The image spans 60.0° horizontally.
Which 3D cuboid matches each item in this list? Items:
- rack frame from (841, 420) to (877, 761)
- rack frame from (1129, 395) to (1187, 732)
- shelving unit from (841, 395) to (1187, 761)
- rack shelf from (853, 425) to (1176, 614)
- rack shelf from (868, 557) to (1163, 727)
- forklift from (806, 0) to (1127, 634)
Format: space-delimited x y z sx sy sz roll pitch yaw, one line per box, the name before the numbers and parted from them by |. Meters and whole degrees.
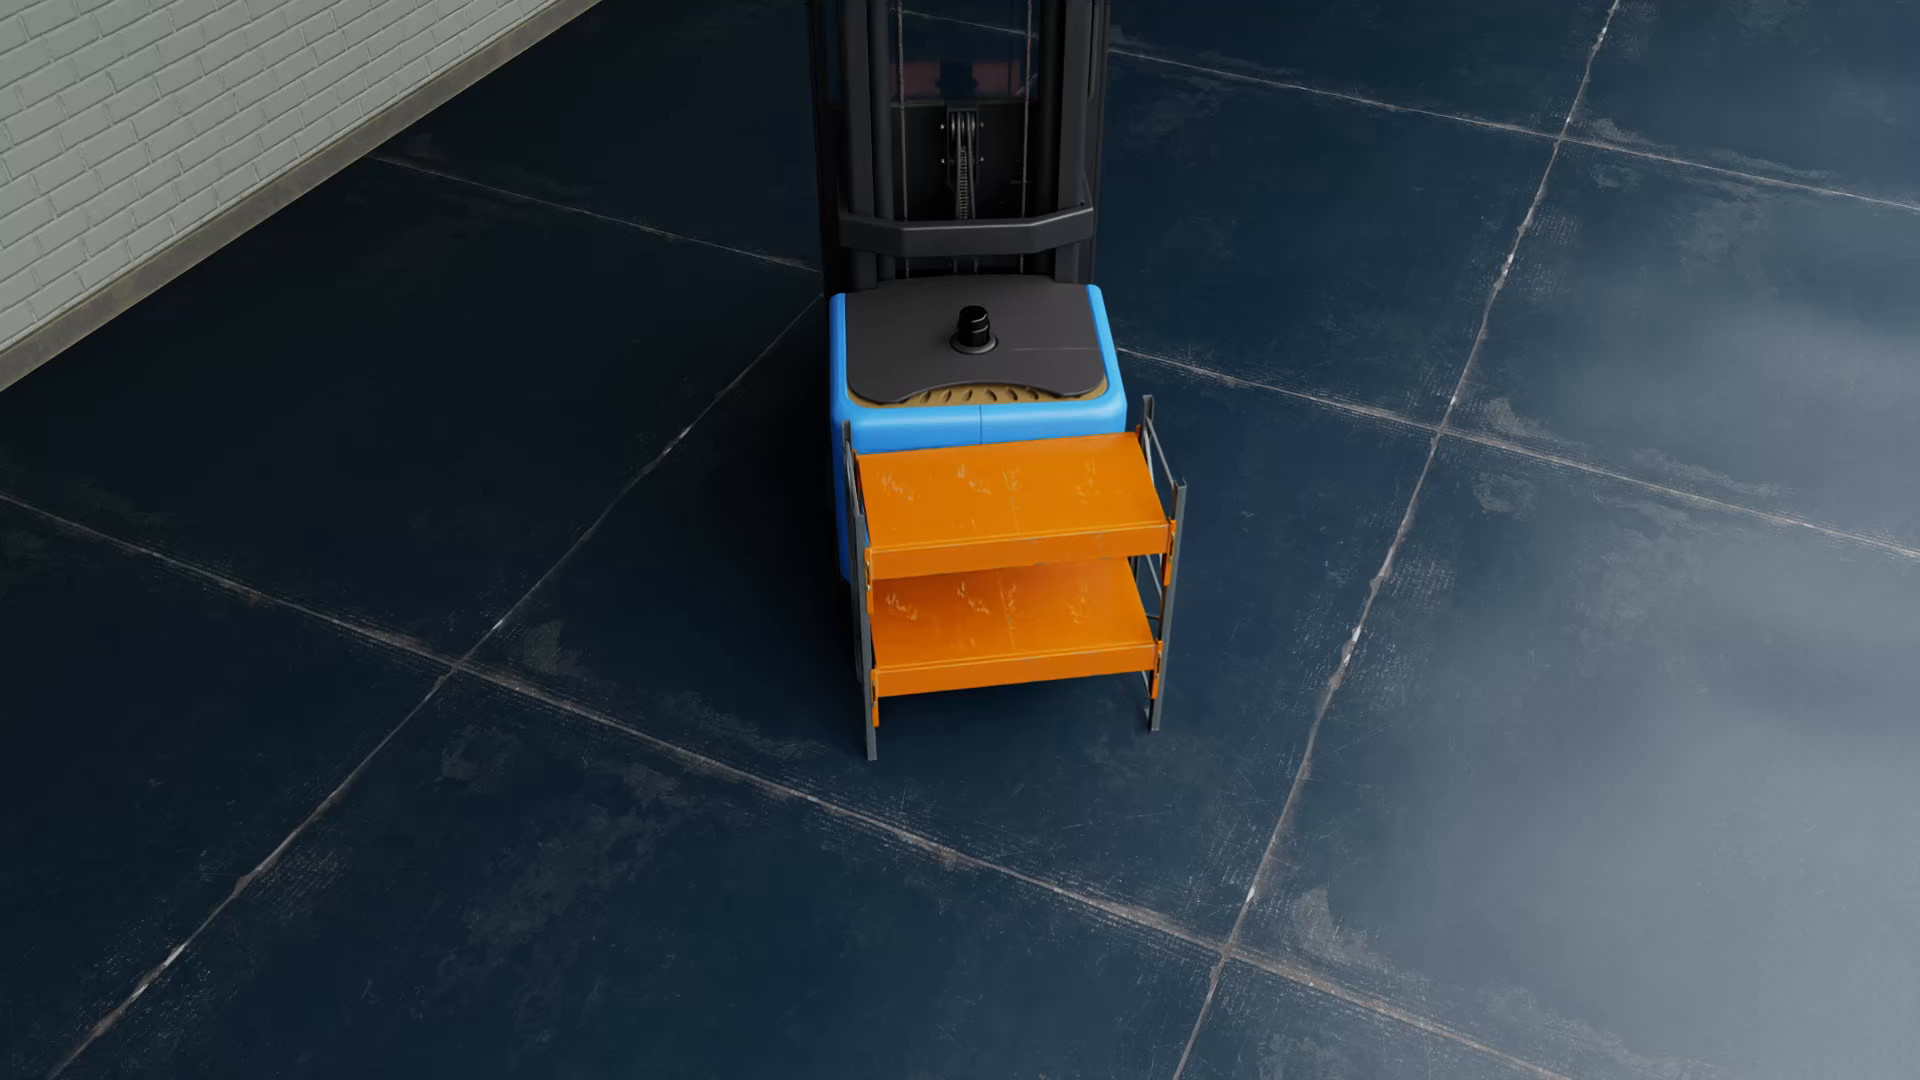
rack frame | -0.343 0.191 5.671 0.032 1.125 0.500 -5 41 -6
rack frame | 0.664 0.099 5.777 0.032 1.125 0.500 -5 41 -6
shelving unit | 0.160 0.145 5.724 1.048 1.125 0.538 -5 41 -6
rack shelf | 0.160 -0.077 5.533 1.000 0.278 0.538 -5 41 -6
rack shelf | 0.160 0.329 5.885 1.000 0.278 0.538 -5 41 -6
forklift | -0.023 -1.701 6.474 1.130 2.935 3.031 -2 41 -3
